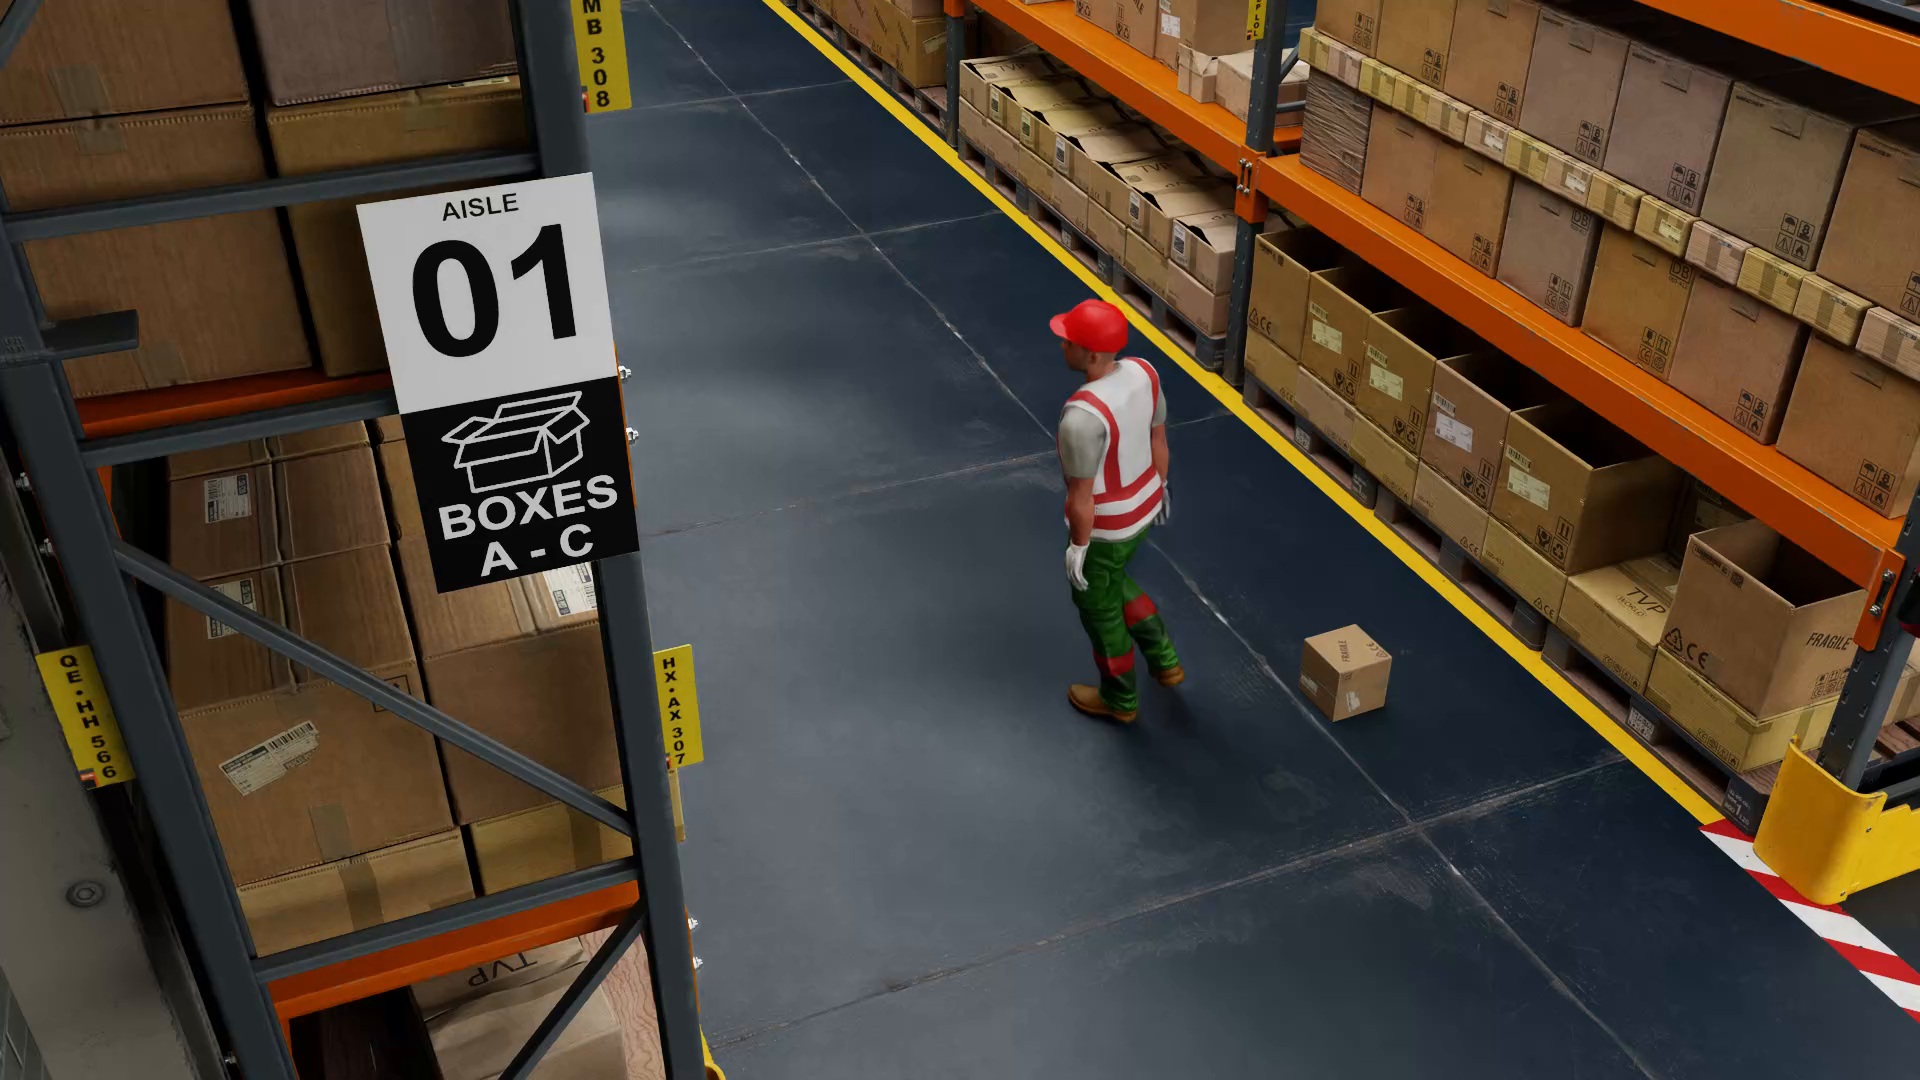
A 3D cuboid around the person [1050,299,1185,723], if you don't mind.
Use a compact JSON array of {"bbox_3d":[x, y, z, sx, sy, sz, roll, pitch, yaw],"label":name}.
[{"bbox_3d":[0.594,-0.068,6.208,0.546,1.779,0.588,22,39,29],"label":"person"}]
